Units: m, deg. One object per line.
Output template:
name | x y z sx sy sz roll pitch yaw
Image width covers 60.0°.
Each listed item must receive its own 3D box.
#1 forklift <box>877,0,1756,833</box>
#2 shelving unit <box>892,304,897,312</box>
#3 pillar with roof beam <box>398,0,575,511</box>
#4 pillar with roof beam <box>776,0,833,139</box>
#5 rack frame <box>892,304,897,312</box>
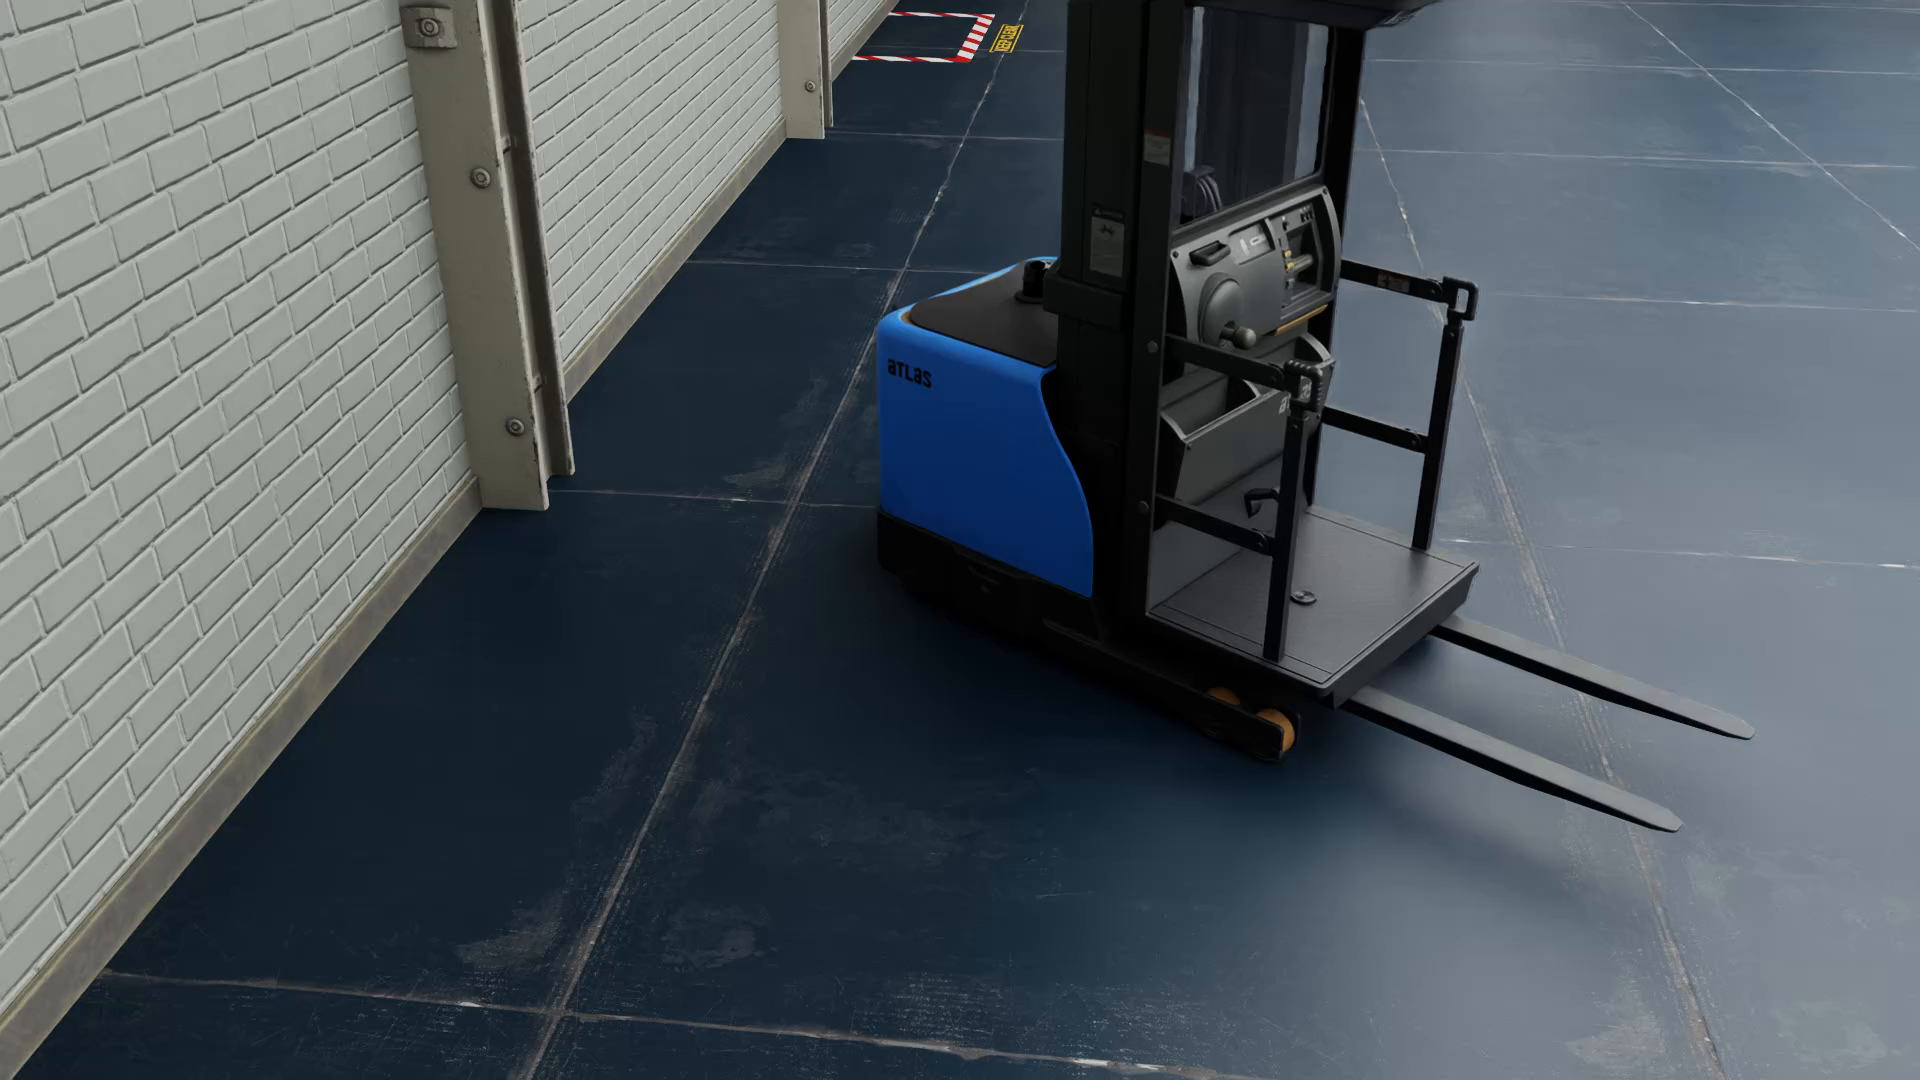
forklift | 1.123 -0.855 5.247 3.031 2.935 1.130 23 36 36
shelving unit | -0.172 -0.480 6.693 0.258 0.900 0.210 5 29 10
pillar with roof beam | 2.402 -3.936 4.569 9.100 9.000 0.400 3 28 6
pillar with roof beam | 3.137 -6.761 9.811 9.100 9.000 0.400 3 28 6
rack frame | -0.152 -0.527 6.780 0.240 0.900 0.006 5 29 10
